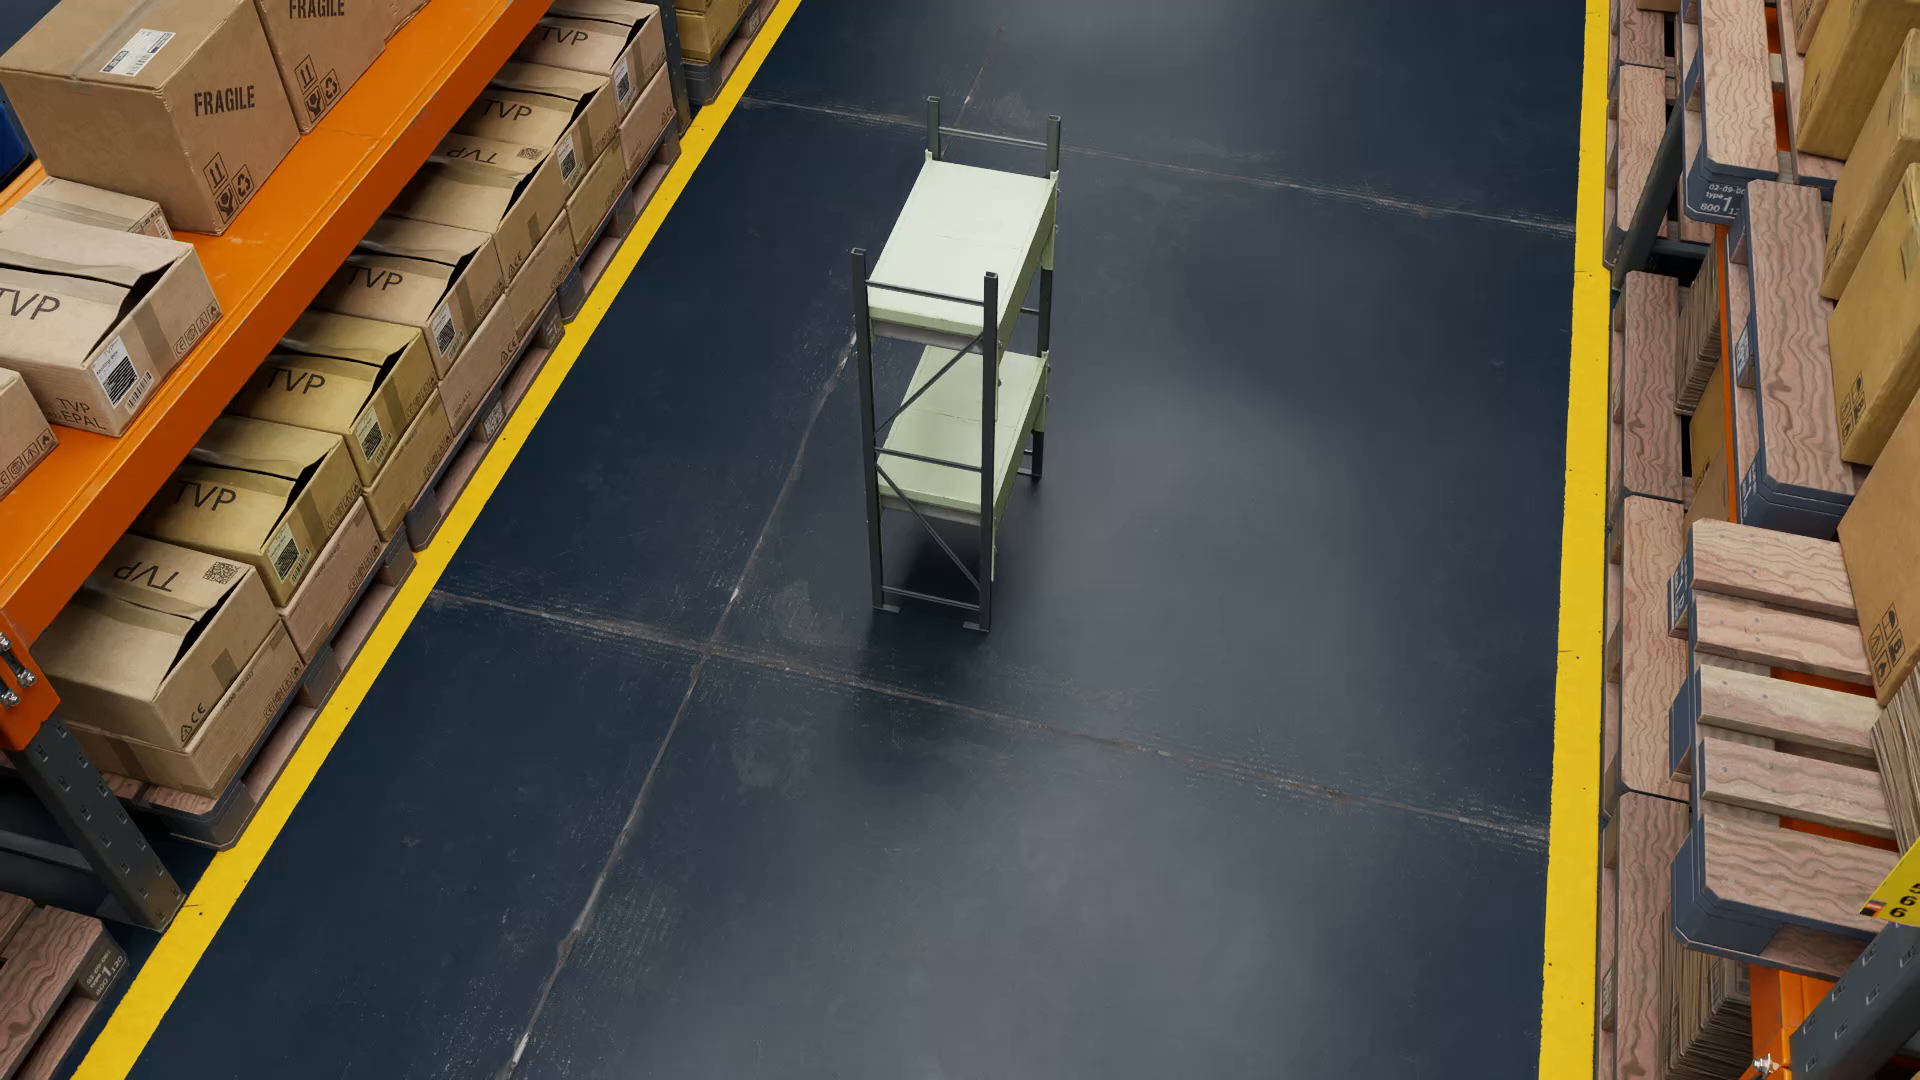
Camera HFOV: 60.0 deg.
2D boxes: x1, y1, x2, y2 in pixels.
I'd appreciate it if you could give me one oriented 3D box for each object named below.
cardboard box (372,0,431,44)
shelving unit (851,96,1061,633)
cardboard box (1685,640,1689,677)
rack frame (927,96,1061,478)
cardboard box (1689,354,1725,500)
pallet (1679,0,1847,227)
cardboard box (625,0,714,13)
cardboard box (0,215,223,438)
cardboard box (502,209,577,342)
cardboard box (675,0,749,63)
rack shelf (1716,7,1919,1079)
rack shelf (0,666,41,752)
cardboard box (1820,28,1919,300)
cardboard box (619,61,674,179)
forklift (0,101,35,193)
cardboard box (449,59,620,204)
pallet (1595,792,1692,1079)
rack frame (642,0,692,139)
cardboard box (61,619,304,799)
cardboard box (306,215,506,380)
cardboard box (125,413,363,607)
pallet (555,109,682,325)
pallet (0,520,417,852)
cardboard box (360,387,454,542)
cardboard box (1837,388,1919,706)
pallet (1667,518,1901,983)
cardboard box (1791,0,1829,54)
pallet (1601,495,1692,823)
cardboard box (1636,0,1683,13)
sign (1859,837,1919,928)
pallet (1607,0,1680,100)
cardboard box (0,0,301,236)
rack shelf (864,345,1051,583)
[{"bbox_3d":[-2.046,-2.000,5.448,0.500,0.500,0.500,15,50,13],"label":"cardboard box"},{"bbox_3d":[0.002,-0.501,5.192,0.431,1.500,0.755,12,50,10],"label":"shelving unit"},{"bbox_3d":[2.529,0.403,4.767,0.700,0.500,0.500,11,50,10],"label":"cardboard box"},{"bbox_3d":[0.098,-0.766,5.426,0.400,1.500,0.023,12,50,10],"label":"rack frame"},{"bbox_3d":[2.826,-0.325,5.410,0.700,0.500,0.500,11,49,9],"label":"cardboard box"},{"bbox_3d":[2.749,-1.338,5.058,1.003,0.211,1.213,12,50,10],"label":"pallet"},{"bbox_3d":[-1.265,-2.651,7.143,0.500,0.500,0.500,12,50,10],"label":"cardboard box"},{"bbox_3d":[-2.320,-0.587,4.326,0.500,0.311,0.500,11,49,10],"label":"cardboard box"},{"bbox_3d":[-1.788,-1.037,6.218,0.500,0.250,0.500,13,50,11],"label":"cardboard box"},{"bbox_3d":[-1.274,-2.405,7.426,0.500,0.250,0.500,12,50,10],"label":"cardboard box"},{"bbox_3d":[2.565,-0.241,4.442,1.077,0.370,4.000,12,50,10],"label":"rack shelf"},{"bbox_3d":[-3.268,1.677,2.749,1.077,0.370,4.000,12,50,10],"label":"rack shelf"},{"bbox_3d":[2.627,-0.858,4.146,0.700,0.500,0.500,18,51,15],"label":"cardboard box"},{"bbox_3d":[-1.519,-1.773,6.868,0.500,0.250,0.500,11,50,10],"label":"cardboard box"},{"bbox_3d":[-4.618,-1.365,5.000,1.130,2.935,3.031,11,49,9],"label":"forklift"},{"bbox_3d":[-1.650,-1.588,6.331,0.500,0.311,0.500,13,50,11],"label":"cardboard box"},{"bbox_3d":[2.245,1.325,4.440,1.003,0.211,1.213,12,50,10],"label":"pallet"},{"bbox_3d":[-1.689,-2.901,6.309,1.000,3.000,0.127,12,50,10],"label":"rack frame"},{"bbox_3d":[-2.321,0.443,4.912,0.500,0.250,0.500,11,50,10],"label":"cardboard box"},{"bbox_3d":[-1.919,-0.865,5.692,0.500,0.311,0.500,11,49,10],"label":"cardboard box"},{"bbox_3d":[-2.191,-0.124,5.039,0.500,0.311,0.500,10,49,9],"label":"cardboard box"},{"bbox_3d":[-1.845,-1.437,6.878,1.003,0.211,1.213,12,50,10],"label":"pallet"},{"bbox_3d":[-2.488,0.328,5.320,1.003,0.211,1.213,12,50,10],"label":"pallet"},{"bbox_3d":[-2.058,-0.298,5.566,0.500,0.250,0.500,10,49,9],"label":"cardboard box"},{"bbox_3d":[2.273,0.037,3.356,0.700,0.500,0.500,7,49,6],"label":"cardboard box"},{"bbox_3d":[2.123,0.495,3.441,1.213,0.211,1.003,12,50,10],"label":"pallet"},{"bbox_3d":[2.924,-1.743,4.928,0.700,0.500,0.500,12,50,10],"label":"cardboard box"},{"bbox_3d":[2.568,0.446,5.216,1.003,0.211,1.213,12,50,10],"label":"pallet"},{"bbox_3d":[3.483,-2.722,7.525,0.700,0.500,0.500,9,49,8],"label":"cardboard box"},{"bbox_3d":[1.512,0.510,2.579,0.100,0.325,0.005,12,50,10],"label":"sign"},{"bbox_3d":[3.553,-2.381,7.711,1.003,0.211,1.213,12,50,10],"label":"pallet"},{"bbox_3d":[-2.316,-1.257,4.792,0.500,0.500,0.500,9,49,8],"label":"cardboard box"},{"bbox_3d":[0.002,-0.285,5.436,0.431,0.370,0.720,12,50,10],"label":"rack shelf"}]
